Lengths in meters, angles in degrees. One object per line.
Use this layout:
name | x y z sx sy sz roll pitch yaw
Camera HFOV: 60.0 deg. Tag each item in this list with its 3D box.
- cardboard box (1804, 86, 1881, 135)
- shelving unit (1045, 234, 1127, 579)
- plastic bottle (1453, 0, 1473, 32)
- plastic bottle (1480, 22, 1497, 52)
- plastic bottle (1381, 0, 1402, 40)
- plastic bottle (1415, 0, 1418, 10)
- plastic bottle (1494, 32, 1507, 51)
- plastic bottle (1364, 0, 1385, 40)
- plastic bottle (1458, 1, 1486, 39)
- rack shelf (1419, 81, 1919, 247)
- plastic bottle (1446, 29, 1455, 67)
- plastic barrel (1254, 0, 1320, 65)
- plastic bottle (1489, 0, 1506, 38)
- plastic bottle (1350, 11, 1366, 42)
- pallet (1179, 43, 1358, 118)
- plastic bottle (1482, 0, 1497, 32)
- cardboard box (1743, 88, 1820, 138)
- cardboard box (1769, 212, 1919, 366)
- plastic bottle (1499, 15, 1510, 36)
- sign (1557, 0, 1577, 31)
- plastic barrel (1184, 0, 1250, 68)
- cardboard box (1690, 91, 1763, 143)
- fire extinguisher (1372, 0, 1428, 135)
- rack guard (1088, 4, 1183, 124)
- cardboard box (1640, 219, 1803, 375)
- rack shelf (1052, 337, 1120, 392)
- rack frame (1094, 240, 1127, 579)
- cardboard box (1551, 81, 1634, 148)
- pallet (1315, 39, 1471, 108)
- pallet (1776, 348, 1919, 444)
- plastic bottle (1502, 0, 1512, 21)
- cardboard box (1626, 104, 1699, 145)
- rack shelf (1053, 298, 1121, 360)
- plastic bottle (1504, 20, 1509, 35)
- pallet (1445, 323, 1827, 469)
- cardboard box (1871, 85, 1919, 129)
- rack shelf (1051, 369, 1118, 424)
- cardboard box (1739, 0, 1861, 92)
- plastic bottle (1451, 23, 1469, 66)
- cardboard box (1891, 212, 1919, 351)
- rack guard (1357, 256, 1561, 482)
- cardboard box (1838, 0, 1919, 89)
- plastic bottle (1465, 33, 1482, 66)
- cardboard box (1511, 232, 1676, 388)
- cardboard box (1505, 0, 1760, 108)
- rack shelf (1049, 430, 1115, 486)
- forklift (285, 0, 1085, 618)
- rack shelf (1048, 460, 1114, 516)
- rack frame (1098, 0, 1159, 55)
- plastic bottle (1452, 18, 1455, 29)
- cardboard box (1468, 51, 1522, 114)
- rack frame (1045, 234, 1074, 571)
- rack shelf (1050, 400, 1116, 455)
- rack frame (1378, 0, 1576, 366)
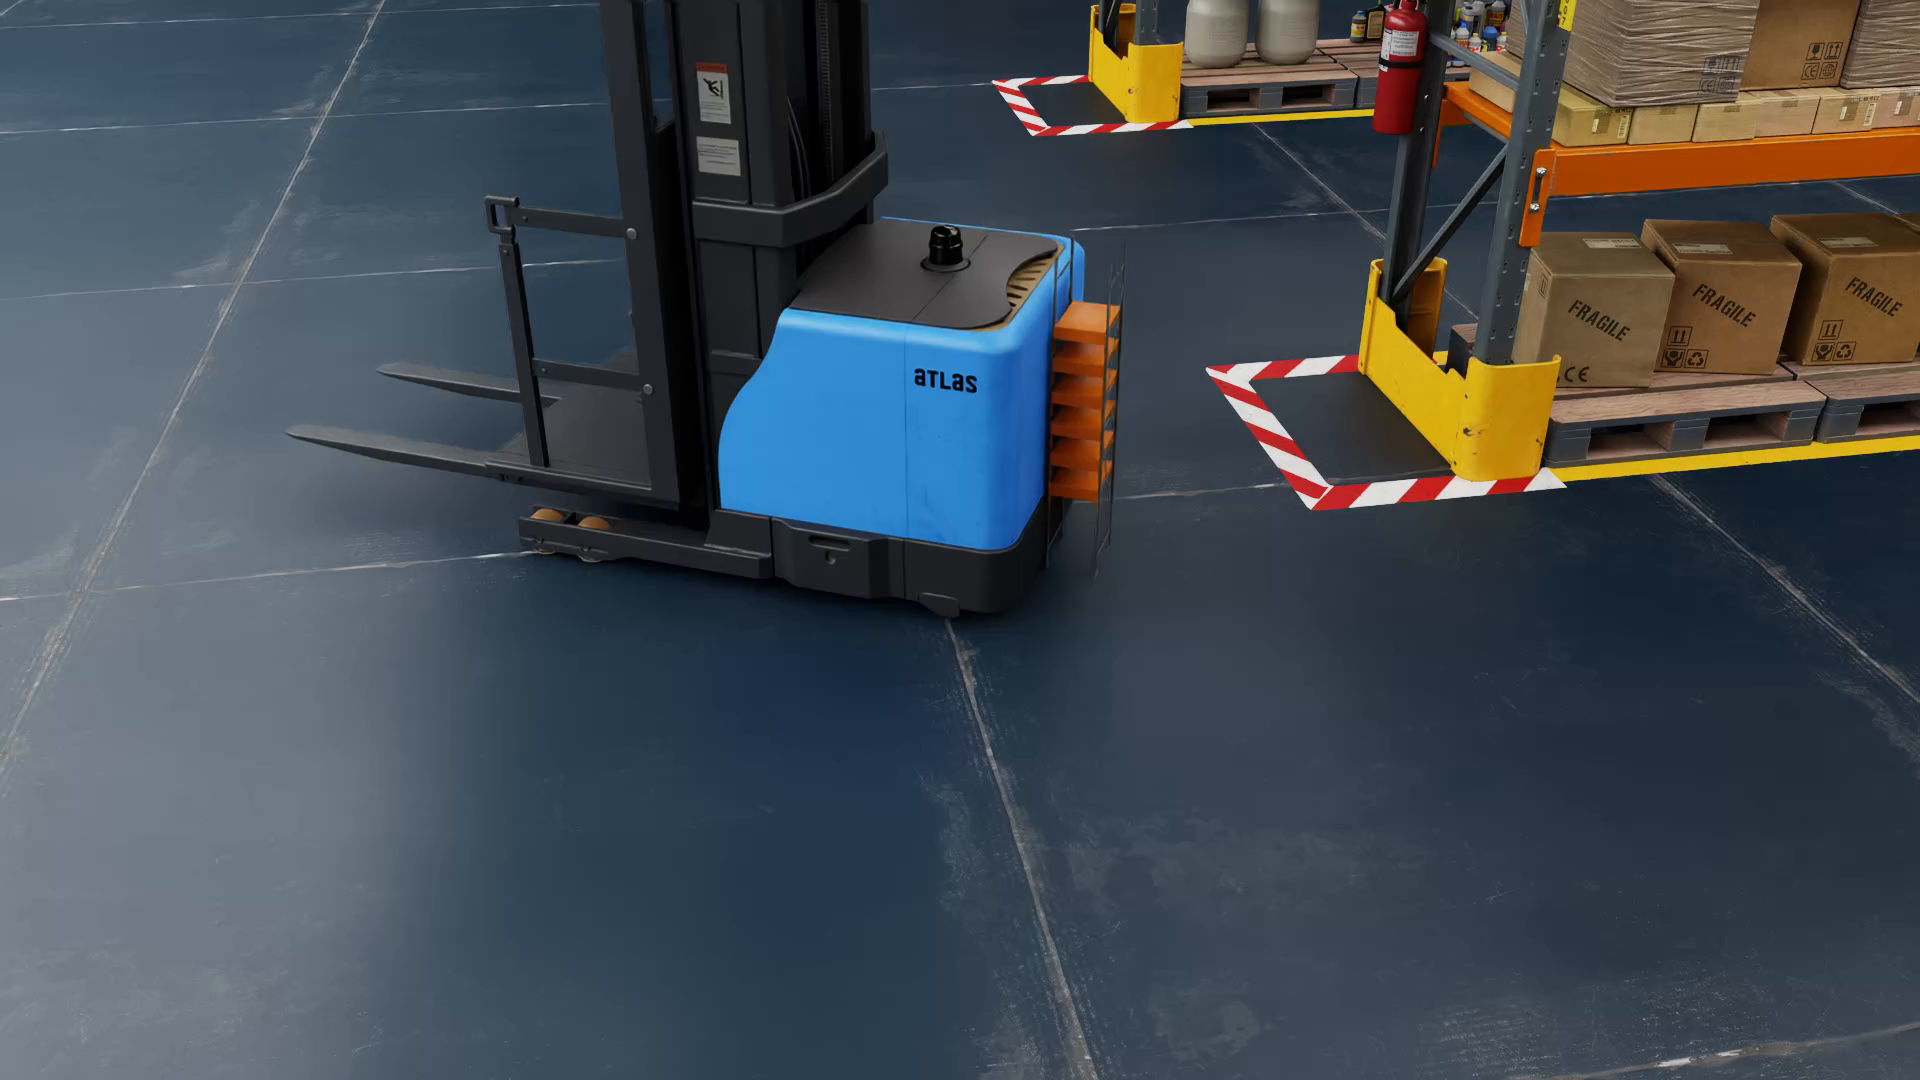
cardboard box | 3.313 -1.700 6.430 0.250 0.149 0.380 -5 31 -9
shelving unit | 0.437 -0.449 5.829 0.189 1.200 0.258 9 32 15
plastic bottle | 3.572 -3.780 11.898 0.185 0.351 0.144 -6 31 -9
plastic bottle | 3.585 -3.372 11.284 0.097 0.271 0.097 0 30 0
plastic bottle | 3.091 -3.701 11.838 0.135 0.276 0.152 -5 31 -9
plastic bottle | 3.227 -3.713 11.859 0.135 0.276 0.152 -6 31 -10
plastic bottle | 3.685 -3.351 11.317 0.097 0.201 0.097 0 30 0
plastic bottle | 2.950 -3.714 11.854 0.133 0.283 0.061 -5 31 -8
plastic bottle | 3.624 -3.676 11.795 0.135 0.276 0.152 -5 31 -9
rack shelf | 3.970 -1.693 6.879 4.000 0.370 1.077 -5 31 -9
plastic bottle | 3.287 -3.345 11.237 0.097 0.271 0.097 0 30 0
plastic barrel | 2.237 -3.542 11.355 0.421 0.512 0.421 0 30 0
plastic bottle | 3.853 -3.752 11.930 0.097 0.271 0.097 0 30 0
plastic bottle | 2.838 -3.659 11.841 0.097 0.201 0.097 0 30 0
pallet | 1.977 -3.190 11.466 1.213 0.211 1.003 -5 31 -9
plastic bottle | 3.821 -3.795 11.991 0.133 0.283 0.061 -4 31 -7
cardboard box | 3.066 -1.681 6.397 0.250 0.149 0.380 -5 31 -9
cardboard box | 3.821 -1.092 7.199 0.500 0.500 0.500 -3 31 -4
plastic bottle | 3.777 -3.464 11.428 0.133 0.283 0.061 -5 31 -9
sign | 2.100 -1.923 5.707 0.005 0.325 0.100 -5 31 -9
plastic barrel | 1.744 -3.496 11.277 0.421 0.512 0.421 0 30 0
cardboard box | 2.824 -1.648 6.341 0.250 0.149 0.380 -5 31 -9
fire extinguisher | 1.807 -2.006 6.779 0.183 0.674 0.296 -5 31 -9
rack guard | 1.177 -3.243 11.271 0.348 0.500 1.175 -5 31 -9
cardboard box | 3.202 -1.044 7.118 0.500 0.500 0.500 2 31 4
rack shelf | 0.437 -0.617 5.730 0.180 0.103 0.258 9 32 15
rack frame | 0.524 -0.435 5.806 0.006 1.200 0.240 9 32 15
cardboard box | 2.326 -1.619 6.292 0.250 0.149 0.380 -5 31 -9
pallet | 3.174 -3.299 11.653 1.213 0.211 1.003 -5 31 -9
pallet | 4.080 -0.791 7.388 1.213 0.211 1.003 -5 31 -9
plastic bottle | 3.991 -3.819 11.964 0.185 0.351 0.144 -7 31 -11
cardboard box | 2.575 -1.632 6.315 0.250 0.149 0.380 -5 31 -9
rack shelf | 0.437 -0.721 5.670 0.180 0.103 0.258 9 32 15
plastic bottle | 3.796 -3.408 11.340 0.135 0.276 0.152 -5 31 -8
pallet | 2.883 -0.682 7.201 1.213 0.211 1.003 -5 31 -9
cardboard box | 3.554 -1.737 6.492 0.250 0.149 0.380 -5 31 -9
rack shelf | 0.437 -0.514 5.791 0.180 0.103 0.258 9 32 15
cardboard box | 3.019 -2.134 6.527 0.500 0.500 0.875 -5 31 -9
plastic bottle | 3.385 -3.354 11.252 0.097 0.271 0.097 0 30 0
cardboard box | 4.378 -1.120 7.248 0.500 0.500 0.500 -8 31 -13
rack guard | 2.077 -0.750 7.032 0.348 0.500 1.175 -5 31 -9
cardboard box | 3.518 -2.158 6.568 0.500 0.500 0.875 -5 31 -9
plastic bottle | 3.483 -3.333 11.285 0.097 0.201 0.097 0 30 0
cardboard box | 2.620 -0.972 6.996 0.500 0.500 0.500 0 30 0
cardboard box | 2.548 -2.028 6.348 0.500 0.500 0.875 -5 31 -9
rack shelf | 0.437 -0.307 5.913 0.180 0.103 0.258 9 32 15
forklift | -1.112 -1.423 5.779 3.031 2.935 1.130 9 32 15
rack shelf | 0.437 -0.204 5.974 0.180 0.103 0.258 9 32 15
rack frame | 1.110 -4.290 10.586 0.127 3.000 1.000 -5 31 -9
plastic bottle | 3.454 -3.642 11.812 0.097 0.201 0.097 0 30 0
cardboard box | 2.246 -1.841 6.669 0.250 0.149 0.380 -5 31 -9
rack frame | 0.350 -0.463 5.853 0.006 1.200 0.240 9 32 15
rack shelf | 0.437 -0.410 5.852 0.180 0.103 0.258 9 32 15
rack frame | 2.002 -1.820 6.386 0.127 3.000 1.000 -5 31 -9
